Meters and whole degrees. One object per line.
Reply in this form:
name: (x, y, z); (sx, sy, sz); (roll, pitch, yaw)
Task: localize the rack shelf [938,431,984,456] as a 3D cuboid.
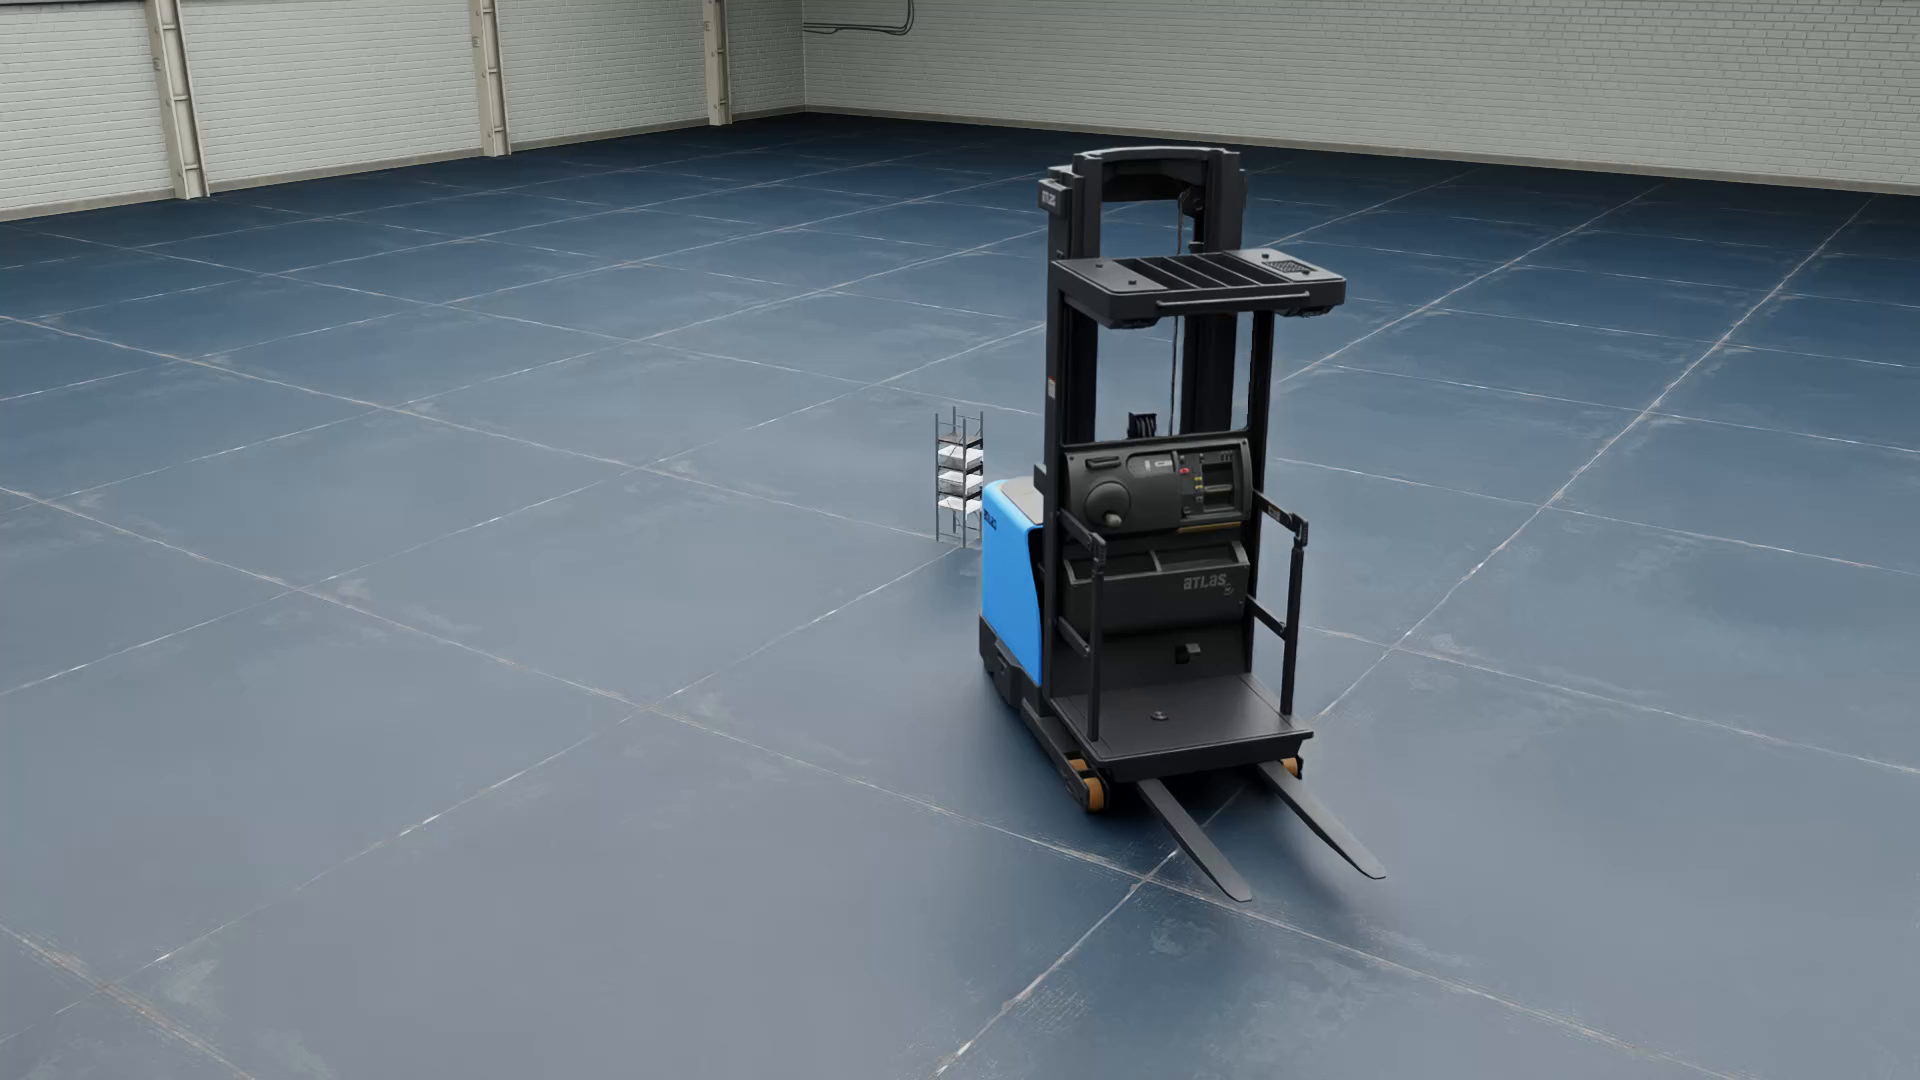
rack shelf: (-0.005, -0.642, 11.020); (0.258, 0.077, 0.200); (13, 24, 32)

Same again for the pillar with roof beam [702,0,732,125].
pillar with roof beam: (-1.453, -12.082, 30.957); (9.100, 9.000, 0.400); (13, 24, 32)

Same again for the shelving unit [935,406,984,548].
shelving unit: (-0.005, -0.420, 11.103); (0.258, 0.900, 0.210); (13, 24, 32)

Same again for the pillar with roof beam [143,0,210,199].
pillar with roof beam: (-8.198, -8.639, 21.649); (9.100, 9.000, 0.400); (13, 24, 32)

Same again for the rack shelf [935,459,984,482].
rack shelf: (-0.005, -0.473, 11.083); (0.258, 0.077, 0.200); (13, 24, 32)

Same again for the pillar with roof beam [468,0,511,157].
pillar with roof beam: (-4.826, -10.360, 26.303); (9.100, 9.000, 0.400); (13, 24, 32)

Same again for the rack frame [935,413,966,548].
rack frame: (-0.062, -0.391, 11.024); (0.240, 0.900, 0.006); (13, 24, 32)

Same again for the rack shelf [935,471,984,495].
rack shelf: (-0.005, -0.388, 11.114); (0.258, 0.077, 0.200); (13, 24, 32)

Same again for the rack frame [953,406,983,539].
rack frame: (0.053, -0.449, 11.181); (0.240, 0.900, 0.006); (13, 24, 32)

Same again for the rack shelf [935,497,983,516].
rack shelf: (-0.005, -0.220, 11.177); (0.258, 0.077, 0.200); (13, 24, 32)

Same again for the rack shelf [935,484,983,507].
rack shelf: (-0.005, -0.304, 11.145); (0.258, 0.077, 0.200); (13, 24, 32)

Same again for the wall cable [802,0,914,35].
wall cable: (-2.263, -12.053, 35.353); (3.097, 2.526, 0.112); (13, 24, 32)

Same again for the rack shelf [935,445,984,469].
rack shelf: (-0.005, -0.557, 11.052); (0.258, 0.077, 0.200); (13, 24, 32)

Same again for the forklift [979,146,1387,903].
forklift: (1.014, -0.247, 7.707); (1.130, 2.935, 3.031); (-6, 21, -15)
